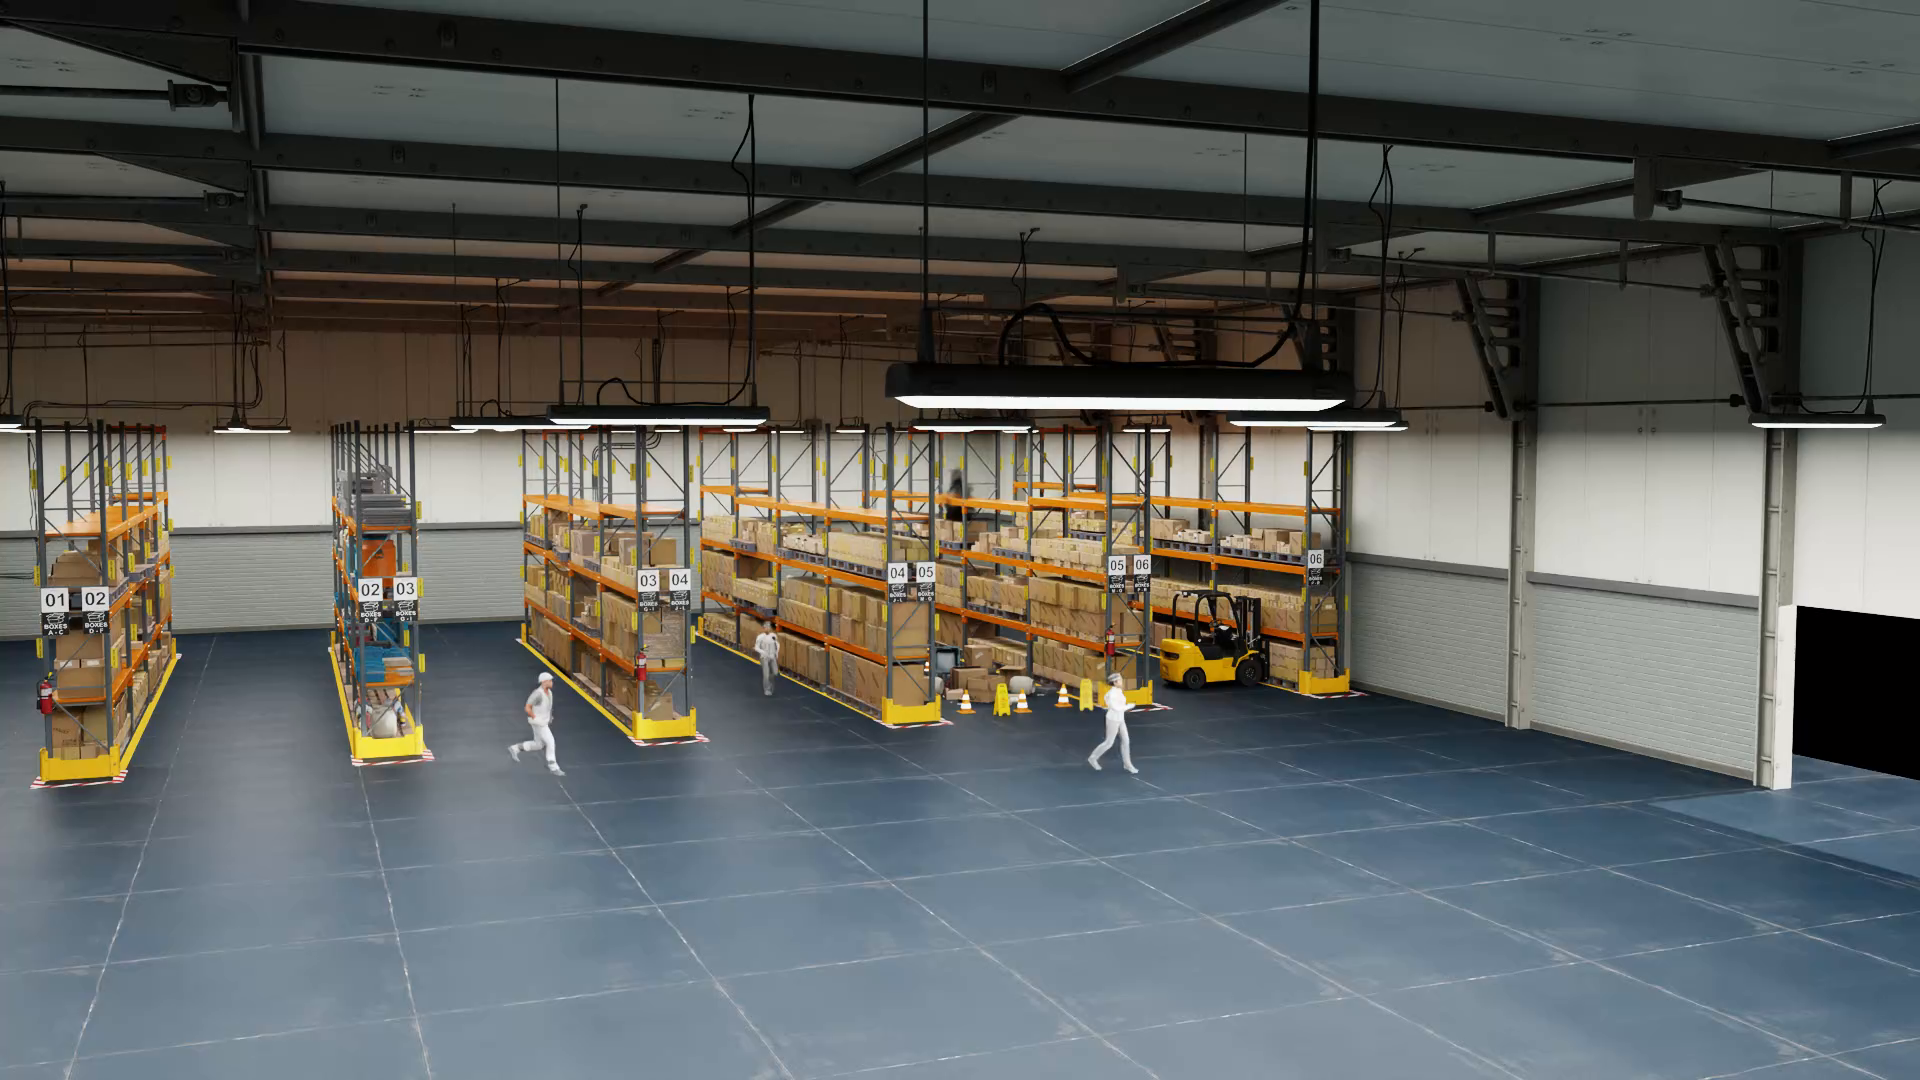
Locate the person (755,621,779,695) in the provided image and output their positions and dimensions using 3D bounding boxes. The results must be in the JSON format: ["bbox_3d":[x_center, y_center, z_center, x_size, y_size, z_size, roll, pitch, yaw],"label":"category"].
[{"bbox_3d":[-4.206,2.601,36.607,0.589,1.653,0.528,-1,4,-23],"label":"person"}]

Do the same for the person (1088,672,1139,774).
[{"bbox_3d":[2.618,3.094,28.205,0.834,1.722,0.629,1,4,18],"label":"person"}]

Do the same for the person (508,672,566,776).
[{"bbox_3d":[-7.161,3.110,28.078,1.008,1.772,0.660,0,4,5],"label":"person"}]
